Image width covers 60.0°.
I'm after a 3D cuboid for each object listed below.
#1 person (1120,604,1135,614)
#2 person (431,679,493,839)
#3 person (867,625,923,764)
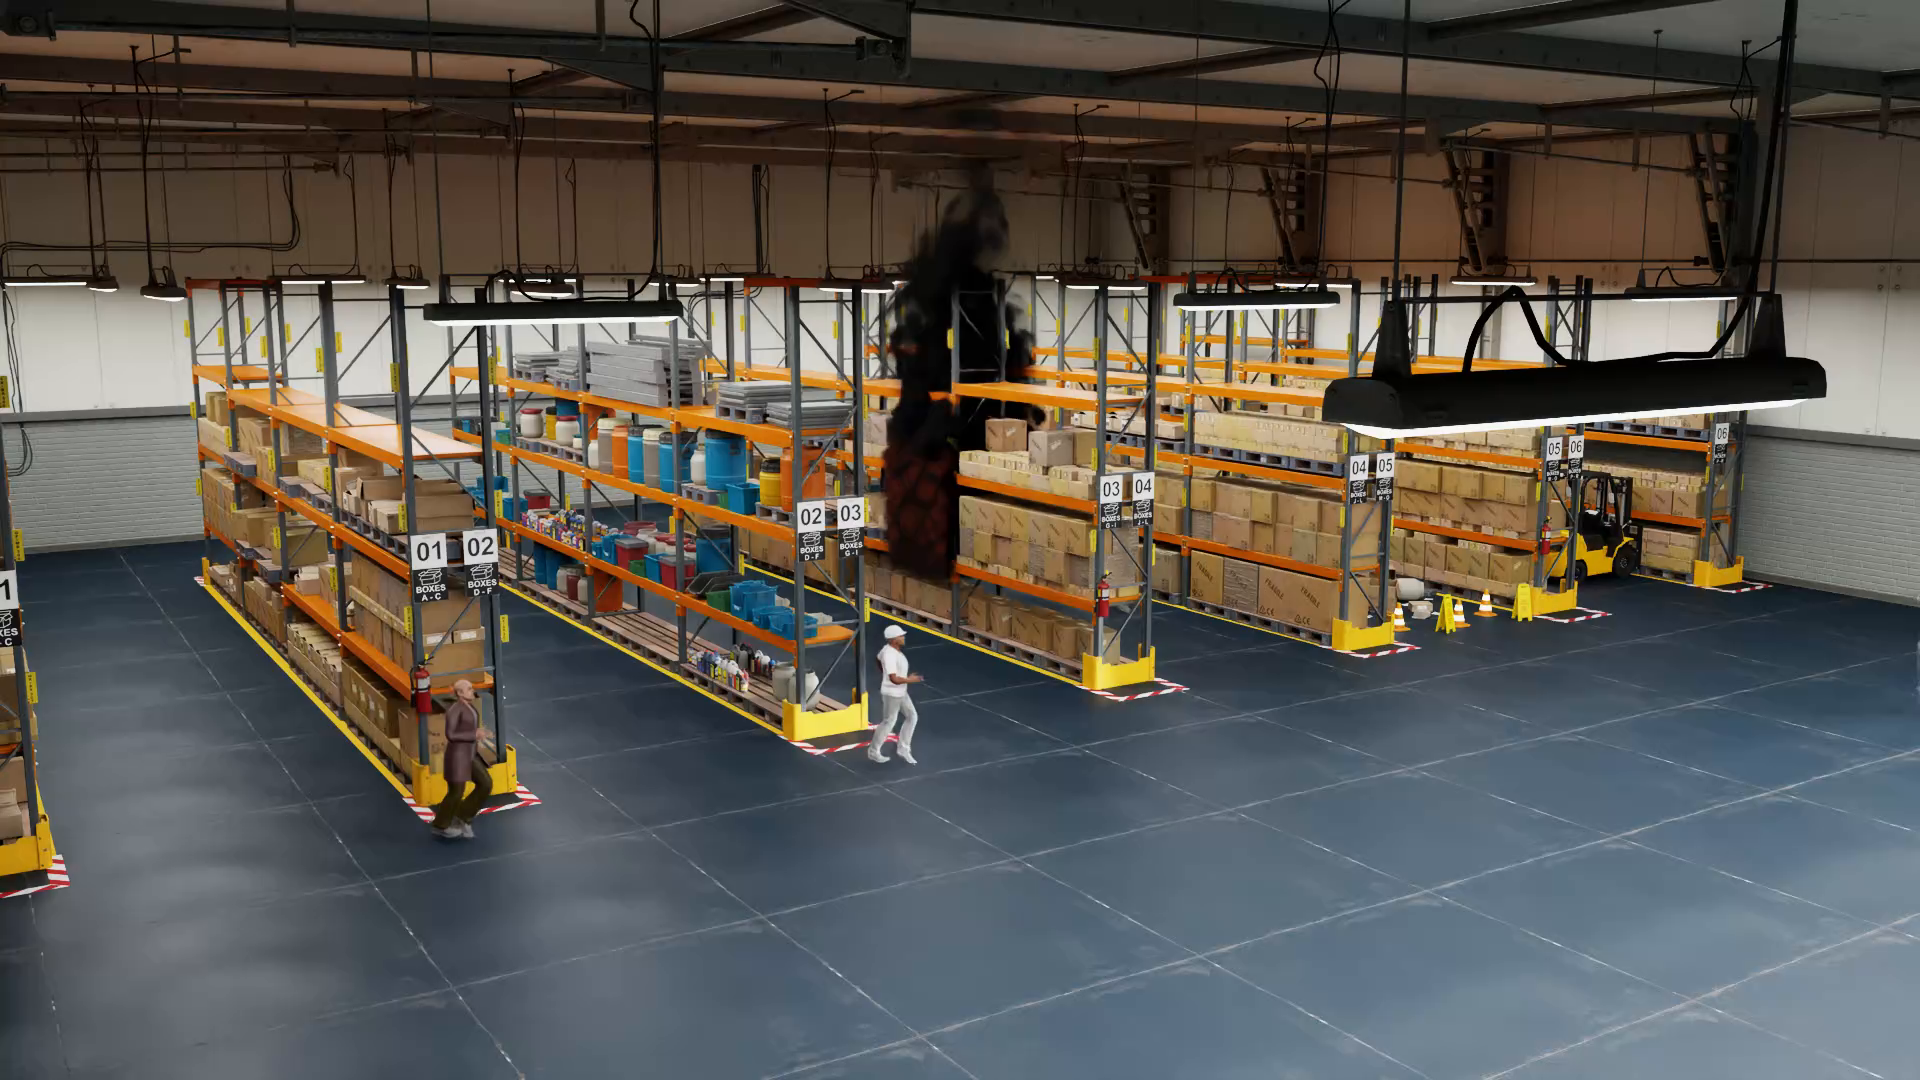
[{"bbox_3d":[2.779,0.450,30.099,0.664,1.725,0.954,-9,13,-43],"label":"person"},{"bbox_3d":[-5.457,2.428,18.393,0.758,1.799,0.710,2,10,10],"label":"person"},{"bbox_3d":[-0.811,1.971,21.020,0.720,1.824,0.714,1,10,7],"label":"person"}]
